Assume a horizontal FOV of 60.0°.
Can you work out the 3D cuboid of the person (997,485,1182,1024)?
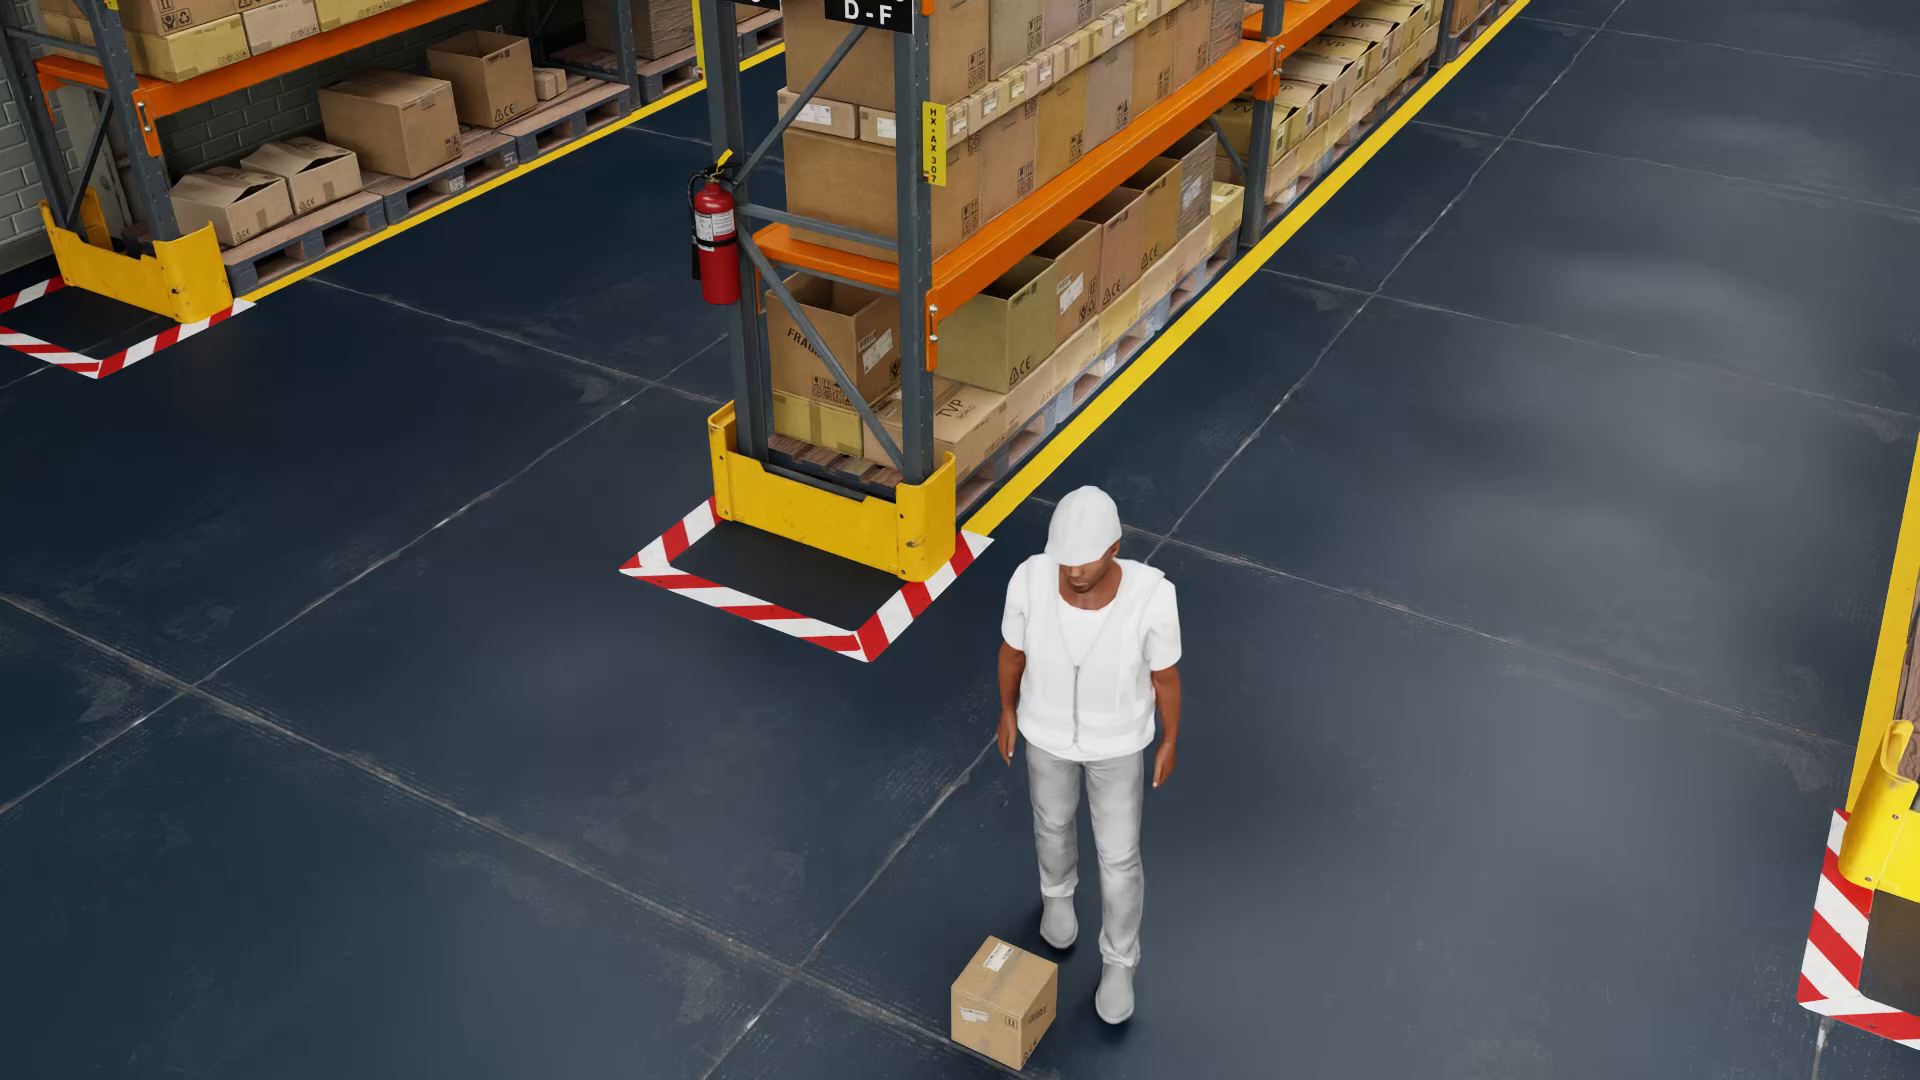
[{"bbox_3d":[0.358,0.660,5.130,0.584,1.767,0.617,9,35,13],"label":"person"}]
